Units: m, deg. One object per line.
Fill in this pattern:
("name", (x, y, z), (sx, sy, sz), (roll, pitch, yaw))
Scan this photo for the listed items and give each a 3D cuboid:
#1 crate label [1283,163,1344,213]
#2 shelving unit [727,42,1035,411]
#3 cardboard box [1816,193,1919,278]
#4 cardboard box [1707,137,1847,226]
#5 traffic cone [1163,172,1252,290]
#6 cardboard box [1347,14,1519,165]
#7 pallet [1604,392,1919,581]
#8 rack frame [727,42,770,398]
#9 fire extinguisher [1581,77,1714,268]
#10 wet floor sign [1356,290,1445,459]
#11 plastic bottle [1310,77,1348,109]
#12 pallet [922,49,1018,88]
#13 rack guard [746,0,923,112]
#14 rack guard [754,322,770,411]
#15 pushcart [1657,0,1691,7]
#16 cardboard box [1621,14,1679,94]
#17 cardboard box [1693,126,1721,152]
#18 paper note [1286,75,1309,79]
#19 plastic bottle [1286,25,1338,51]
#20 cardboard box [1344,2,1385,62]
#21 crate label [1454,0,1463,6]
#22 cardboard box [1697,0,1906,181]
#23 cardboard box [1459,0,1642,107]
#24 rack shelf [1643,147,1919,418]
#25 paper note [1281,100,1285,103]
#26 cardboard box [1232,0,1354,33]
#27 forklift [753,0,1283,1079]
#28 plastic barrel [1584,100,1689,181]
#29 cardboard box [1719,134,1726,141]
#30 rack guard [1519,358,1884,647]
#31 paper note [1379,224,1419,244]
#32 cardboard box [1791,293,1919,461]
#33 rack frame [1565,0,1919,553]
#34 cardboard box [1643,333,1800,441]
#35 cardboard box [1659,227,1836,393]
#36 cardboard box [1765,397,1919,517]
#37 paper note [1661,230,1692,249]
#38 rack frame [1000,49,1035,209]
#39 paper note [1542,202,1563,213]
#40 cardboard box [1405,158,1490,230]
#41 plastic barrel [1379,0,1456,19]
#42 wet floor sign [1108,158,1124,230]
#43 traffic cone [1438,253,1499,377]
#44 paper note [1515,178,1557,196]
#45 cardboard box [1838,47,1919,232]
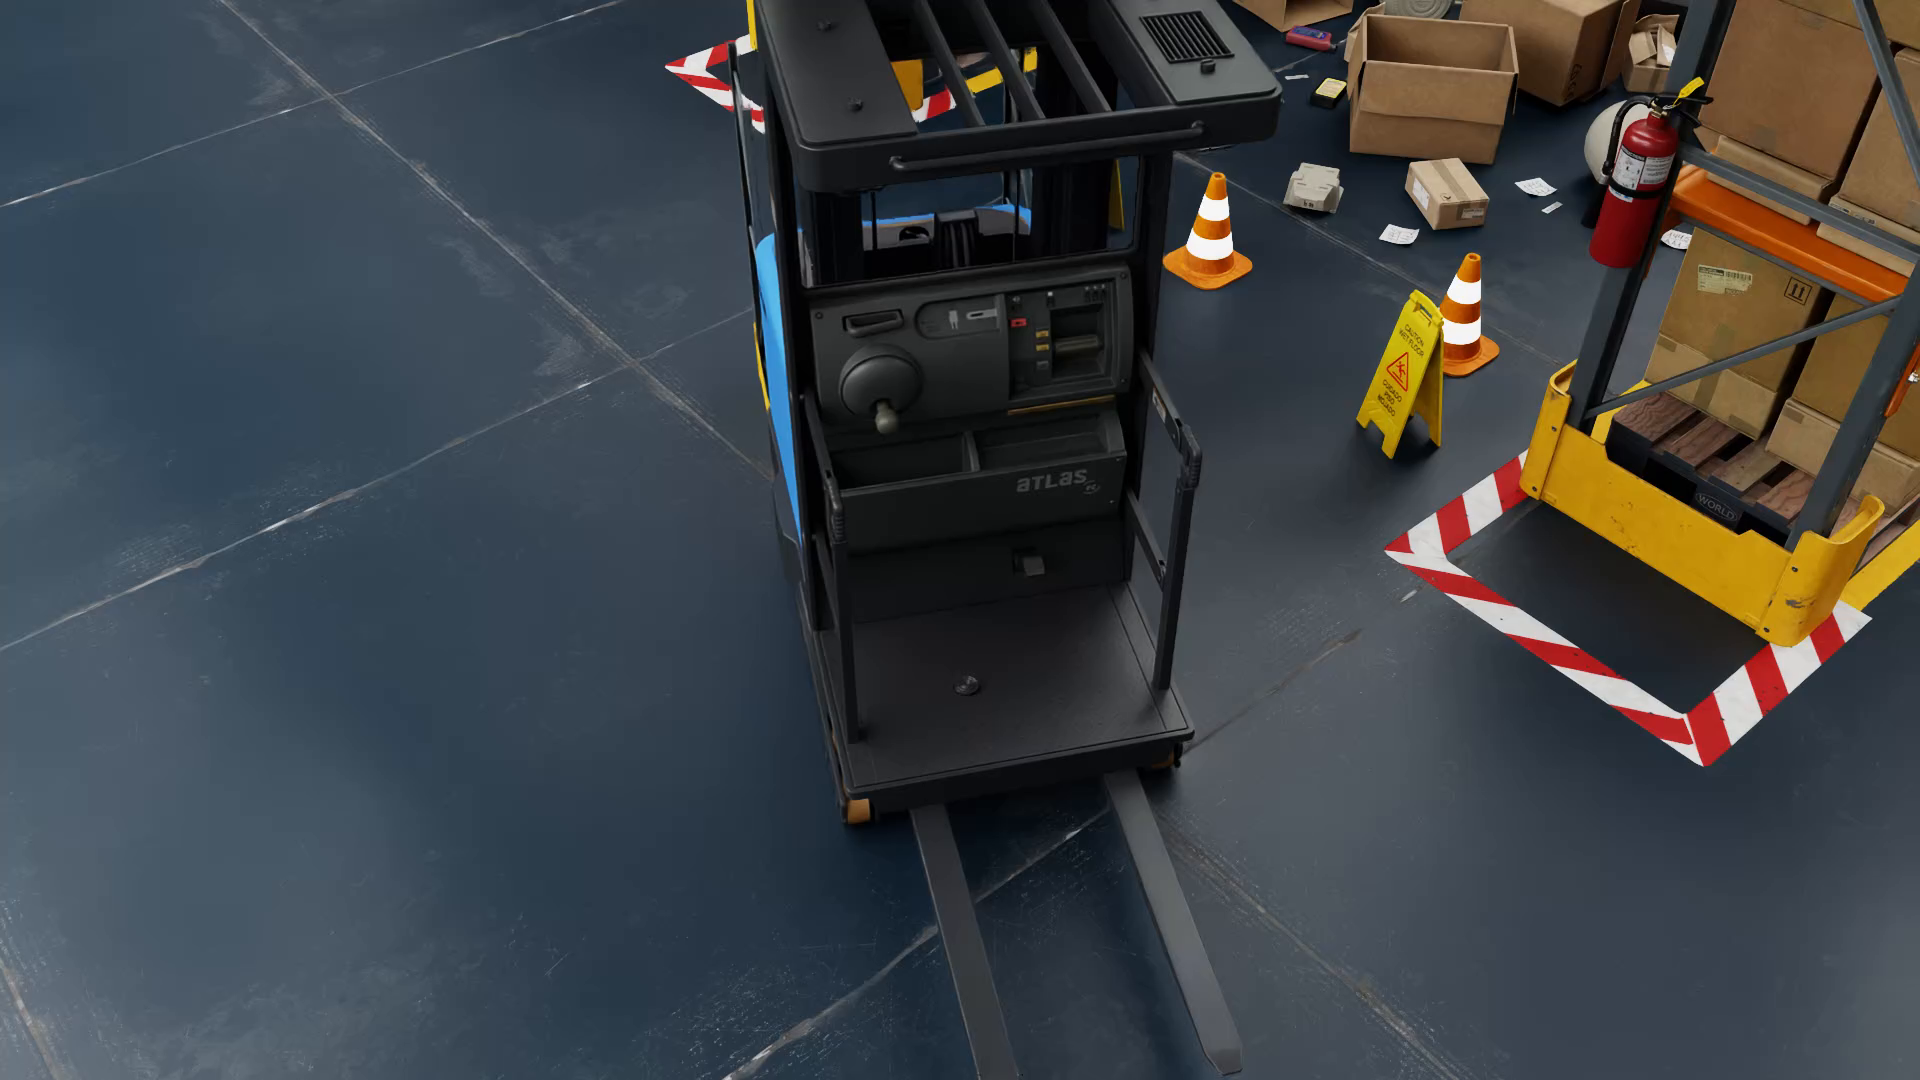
("crate label", (1.692, -1.681, 7.940), (0.250, 0.136, 0.298), (14, 45, 15))
("shelving unit", (-0.264, -1.142, 6.370), (1.083, 1.500, 0.587), (-8, 44, -8))
("cardboard box", (2.993, -0.996, 5.303), (0.250, 0.149, 0.380), (-30, 51, -28))
("cardboard box", (2.749, -1.232, 5.554), (0.250, 0.149, 0.380), (-28, 50, -27))
("traffic cone", (1.129, -1.422, 7.426), (0.334, 0.463, 0.336), (-30, 51, -28))
("cardboard box", (2.323, -2.238, 8.265), (0.797, 0.503, 0.637), (7, 44, 7))
("pallet", (3.304, -0.402, 6.524), (1.213, 0.211, 1.003), (-30, 51, -28))
("rack frame", (-0.770, -1.071, 6.294), (0.032, 1.500, 0.500), (-8, 44, -8))
("fire extinguisher", (2.216, -1.211, 5.404), (0.183, 0.674, 0.296), (-30, 51, -28))
("wet floor sign", (1.768, -0.667, 6.489), (0.232, 0.644, 0.267), (-14, 45, -14))
("plastic bottle", (1.948, -2.359, 8.717), (0.133, 0.061, 0.283), (22, 47, 21))
("pallet", (-0.090, -2.978, 9.267), (1.213, 0.211, 1.003), (-30, 51, -28))
("rack guard", (-0.672, -2.680, 8.739), (0.348, 0.500, 1.175), (-30, 51, -28))
("rack guard", (-0.751, -0.618, 6.725), (0.087, 0.250, 0.587), (-8, 44, -8))
("pushcart", (4.167, -3.023, 9.194), (1.648, 0.377, 0.936), (22, 47, 21))
("cardboard box", (3.666, -2.577, 8.800), (0.258, 0.266, 0.396), (7, 44, 7))
("cardboard box", (3.973, -2.138, 8.159), (0.500, 0.500, 0.500), (0, 43, 0))
("paper note", (1.798, -2.470, 8.873), (0.123, 0.001, 0.032), (-7, 44, -7))
("plastic bottle", (1.947, -2.750, 9.133), (0.283, 0.061, 0.133), (22, 47, 21))
("cardboard box", (2.278, -2.640, 8.867), (0.258, 0.266, 0.396), (-21, 47, -21))
("crate label", (2.930, -3.180, 9.536), (0.298, 0.136, 0.250), (7, 44, 7))
("cardboard box", (2.839, -1.575, 5.446), (0.500, 0.500, 0.500), (-31, 51, -29))
("cardboard box", (3.035, -2.703, 8.661), (0.503, 0.637, 0.797), (-30, 51, -28))
("rack shelf", (4.134, -1.663, 6.355), (4.000, 0.370, 1.077), (-30, 51, -28))
("paper note", (1.607, -2.298, 8.676), (0.142, 0.017, 0.144), (-14, 45, -14))
("cardboard box", (1.882, -3.228, 9.320), (0.500, 0.500, 0.500), (-21, 47, -21))
("forklift", (0.093, -0.455, 4.594), (1.130, 2.935, 3.031), (-9, 44, -9))
("plastic barrel", (3.213, -1.810, 7.868), (0.421, 0.421, 0.512), (0, 43, 0))
("cardboard box", (2.873, -1.402, 5.735), (0.250, 0.149, 0.380), (-30, 51, -28))
("rack guard", (2.658, -0.169, 6.065), (0.348, 0.500, 1.175), (-30, 51, -28))
("paper note", (2.048, -1.425, 7.745), (0.148, 0.019, 0.142), (22, 47, 21))
("cardboard box", (3.414, -0.691, 5.949), (0.500, 0.500, 0.500), (-32, 52, -29))
("rack frame", (2.600, -1.047, 5.174), (0.127, 3.000, 1.000), (-30, 51, -28))
("cardboard box", (3.066, -0.705, 6.511), (0.500, 0.250, 0.500), (-30, 51, -28))
("cardboard box", (3.047, -0.960, 6.235), (0.500, 0.500, 0.500), (-29, 51, -28))
("cardboard box", (3.396, -0.407, 6.194), (0.500, 0.250, 0.500), (-30, 51, -28))
("paper note", (3.337, -1.400, 7.718), (0.142, 0.019, 0.148), (22, 47, 21))
("rack frame", (0.225, -1.211, 6.444), (0.032, 1.500, 0.500), (-8, 44, -8))
("paper note", (2.826, -1.586, 7.932), (0.123, 0.001, 0.032), (-30, 51, -28))
("cardboard box", (2.309, -1.644, 7.892), (0.250, 0.149, 0.380), (-7, 44, -7))
("plastic barrel", (2.529, -3.116, 9.259), (0.421, 0.421, 0.512), (0, 43, 0))
("wet floor sign", (0.595, -1.691, 7.580), (0.267, 0.644, 0.232), (30, 51, 28))
("traffic cone", (2.102, -0.989, 6.965), (0.334, 0.463, 0.336), (-30, 51, -28))
("paper note", (2.796, -1.715, 8.063), (0.142, 0.019, 0.148), (-14, 45, -14))
("cardboard box", (3.141, -1.254, 5.104), (0.500, 0.500, 0.500), (-31, 51, -28))
